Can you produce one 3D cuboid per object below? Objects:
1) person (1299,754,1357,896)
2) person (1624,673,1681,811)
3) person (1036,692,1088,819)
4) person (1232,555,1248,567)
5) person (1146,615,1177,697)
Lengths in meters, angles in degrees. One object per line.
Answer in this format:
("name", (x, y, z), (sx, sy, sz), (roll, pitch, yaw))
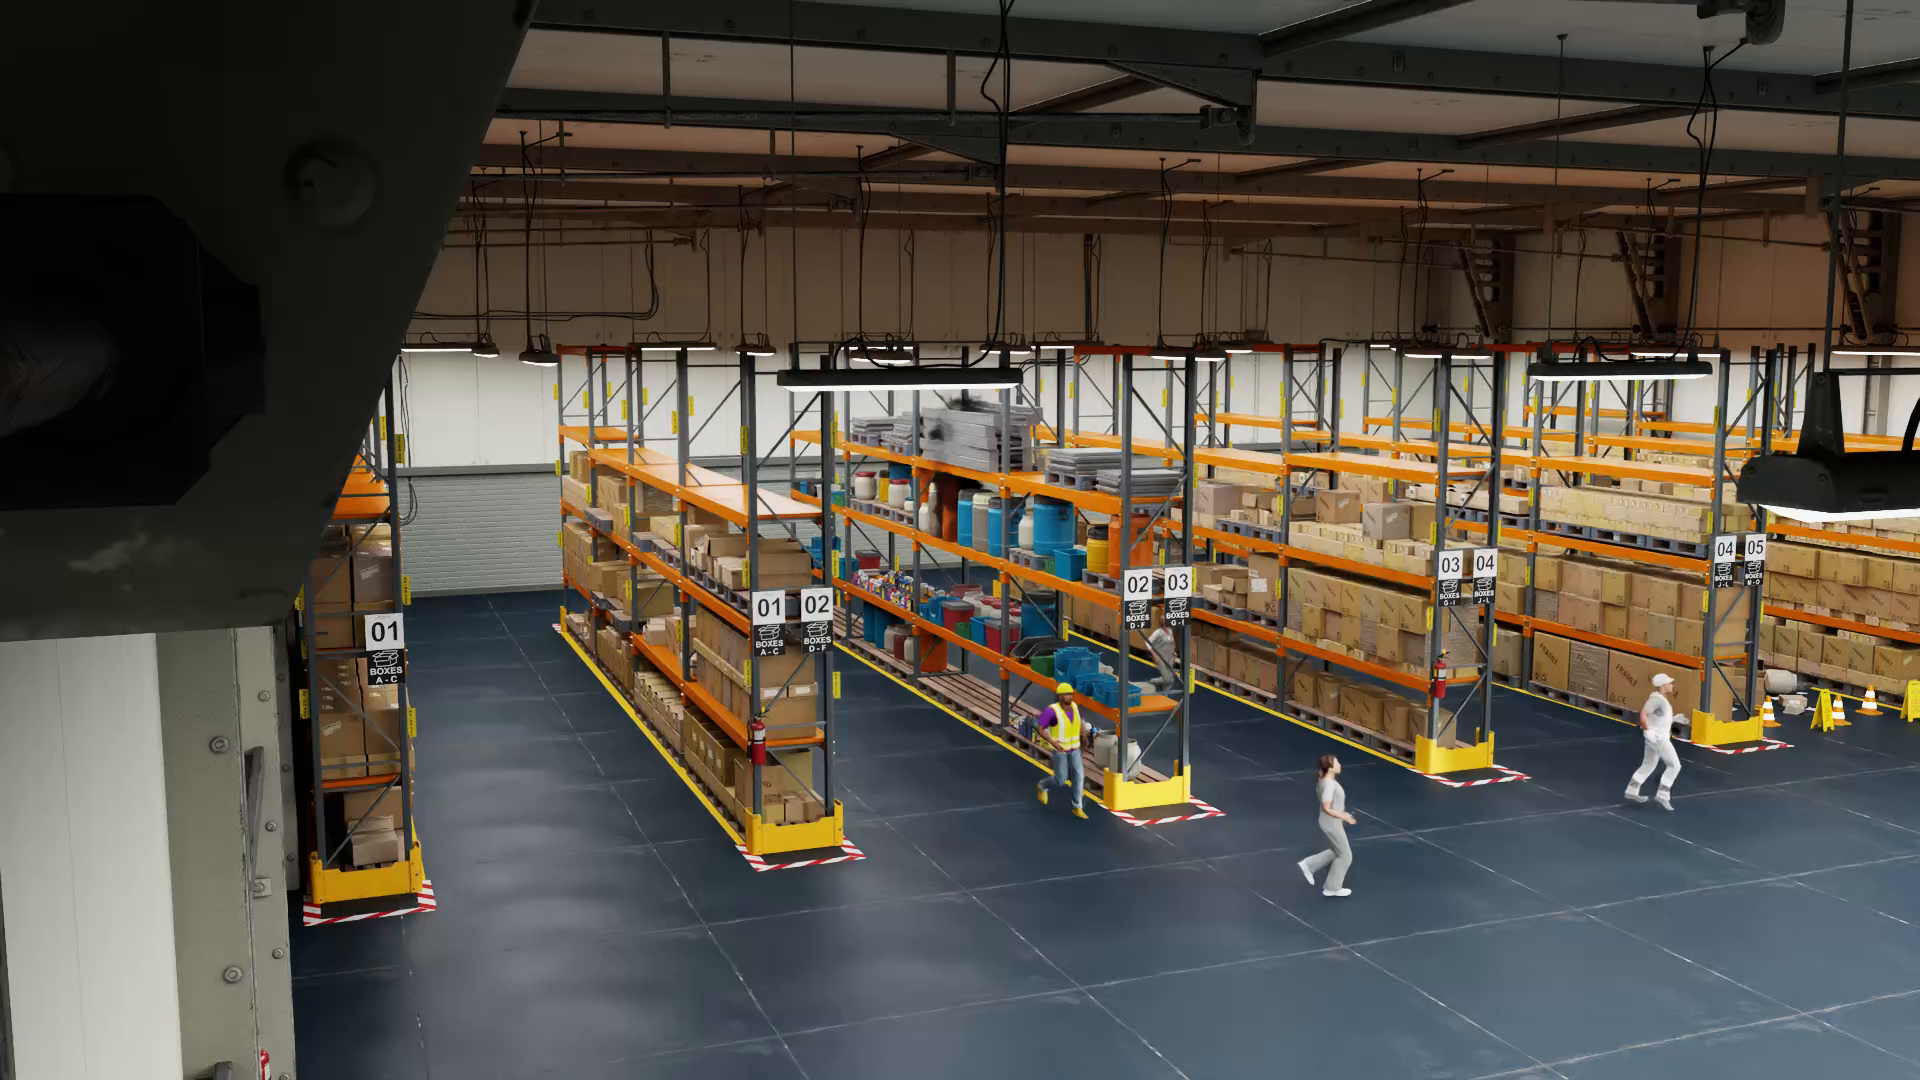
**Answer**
("person", (4.101, 3.178, 18.559), (0.594, 1.616, 0.562), (1, 7, 6))
("person", (9.194, 2.668, 22.036), (0.659, 1.838, 0.641), (2, 7, 14))
("person", (1.339, 2.745, 21.737), (0.751, 1.733, 0.785), (-5, 9, -34))
("person", (7.116, 0.124, 42.254), (0.923, 1.714, 0.624), (-3, 8, -19))
("person", (3.408, 2.023, 27.927), (0.549, 1.547, 0.557), (-6, 9, -37))
